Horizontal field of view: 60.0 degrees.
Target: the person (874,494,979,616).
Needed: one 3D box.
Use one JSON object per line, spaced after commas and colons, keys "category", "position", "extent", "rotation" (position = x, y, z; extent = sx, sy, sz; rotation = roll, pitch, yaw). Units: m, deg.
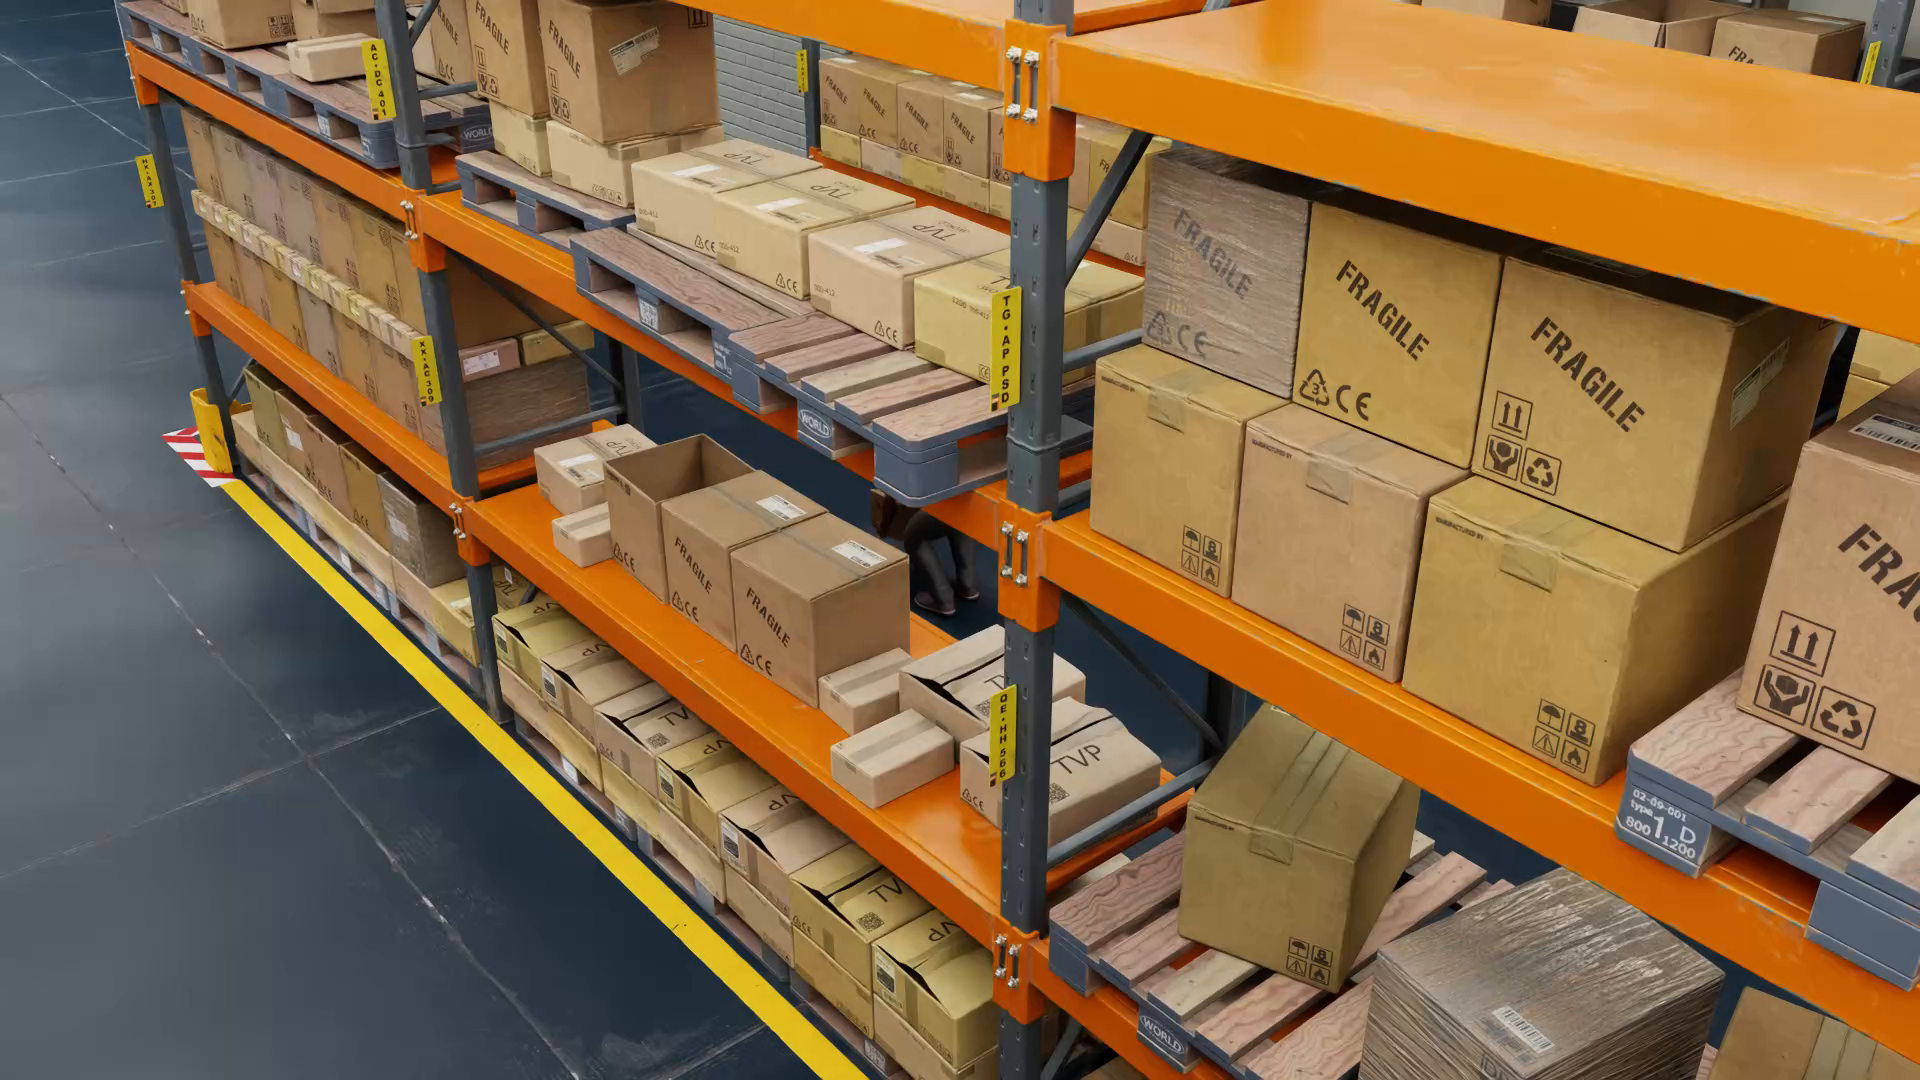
{"category": "person", "position": [-0.166, -0.156, 9.565], "extent": [0.452, 1.048, 0.857], "rotation": [-24, 37, -37]}
